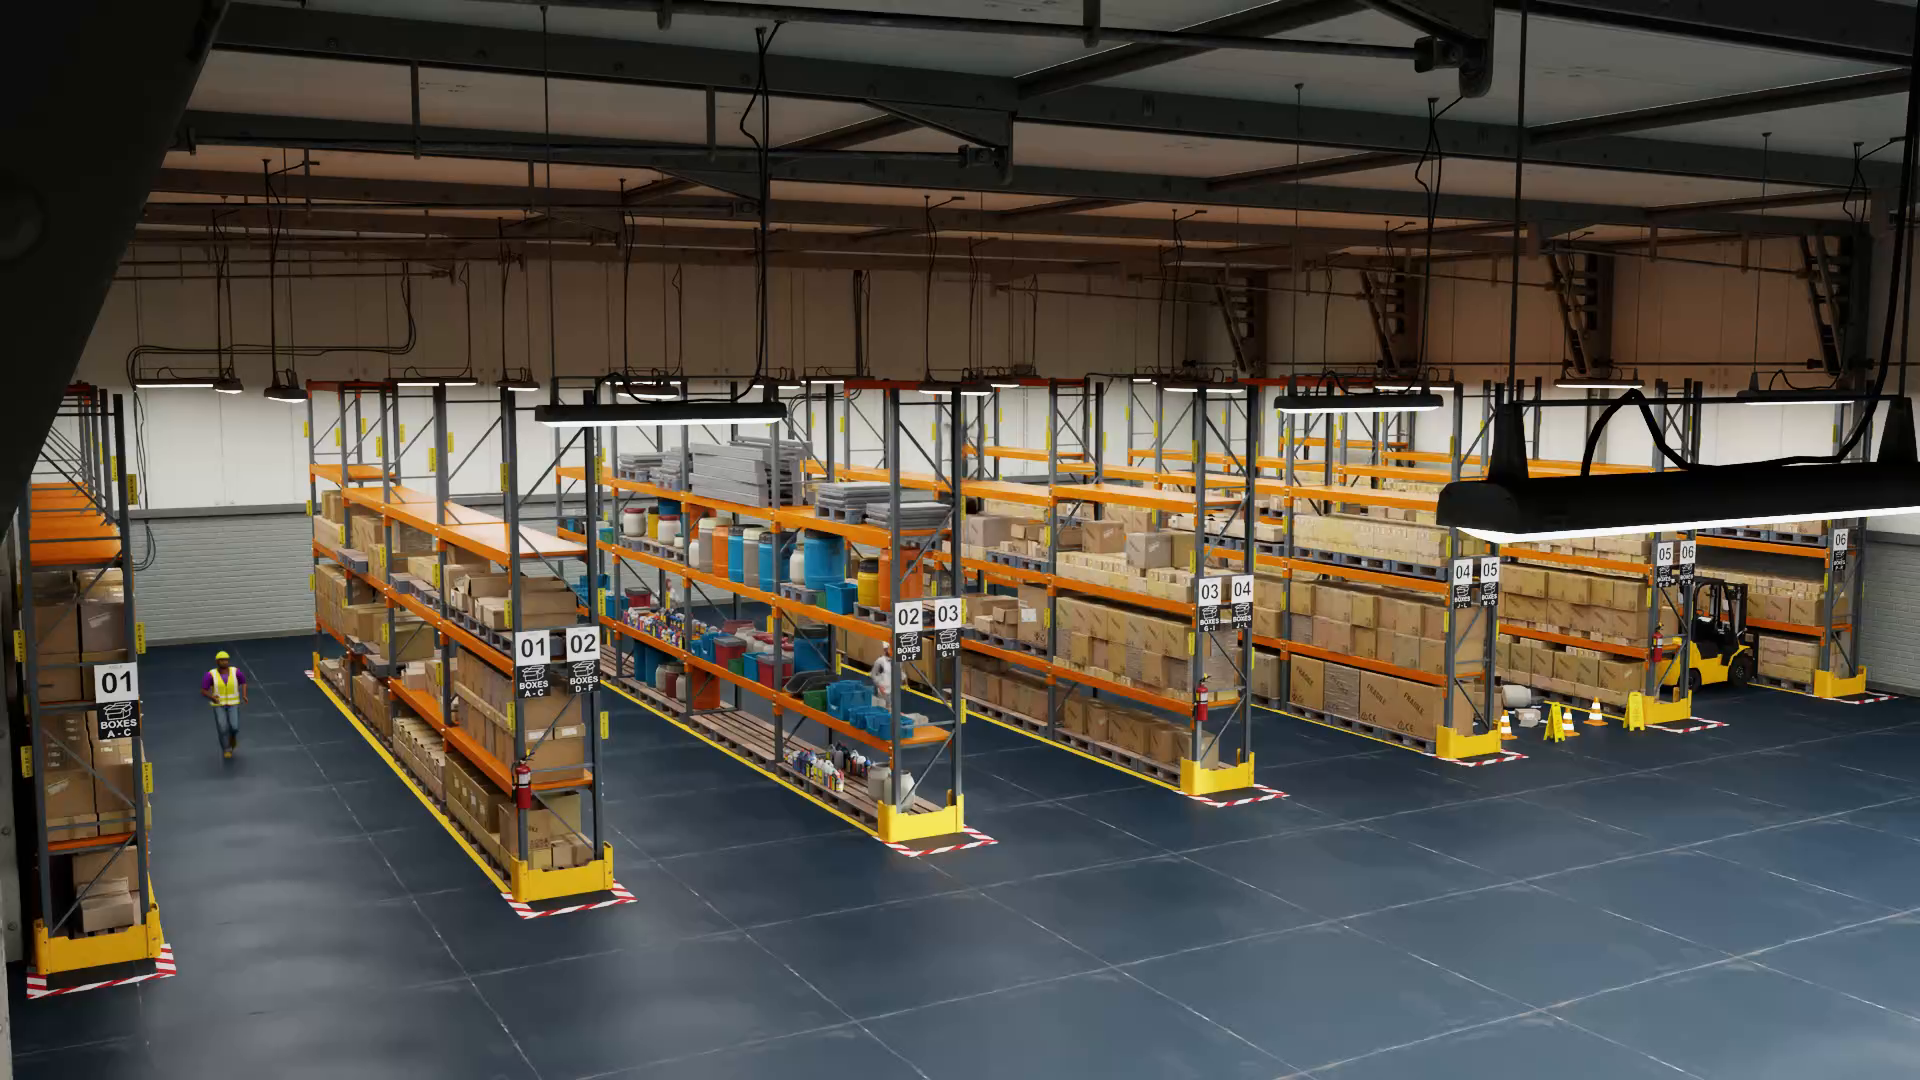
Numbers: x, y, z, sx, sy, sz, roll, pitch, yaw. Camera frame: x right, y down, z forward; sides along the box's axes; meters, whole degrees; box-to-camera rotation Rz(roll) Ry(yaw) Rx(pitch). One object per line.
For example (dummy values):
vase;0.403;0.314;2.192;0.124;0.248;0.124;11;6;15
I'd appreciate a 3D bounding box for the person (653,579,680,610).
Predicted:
person;-6.430;1.646;36.597;0.777;1.618;0.544;6;8;43

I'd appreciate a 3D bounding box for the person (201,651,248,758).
person;-11.788;2.642;26.692;0.700;1.723;0.583;-4;7;-31

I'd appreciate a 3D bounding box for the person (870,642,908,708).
person;-1.165;2.521;27.810;0.656;1.745;0.625;-5;8;-37
